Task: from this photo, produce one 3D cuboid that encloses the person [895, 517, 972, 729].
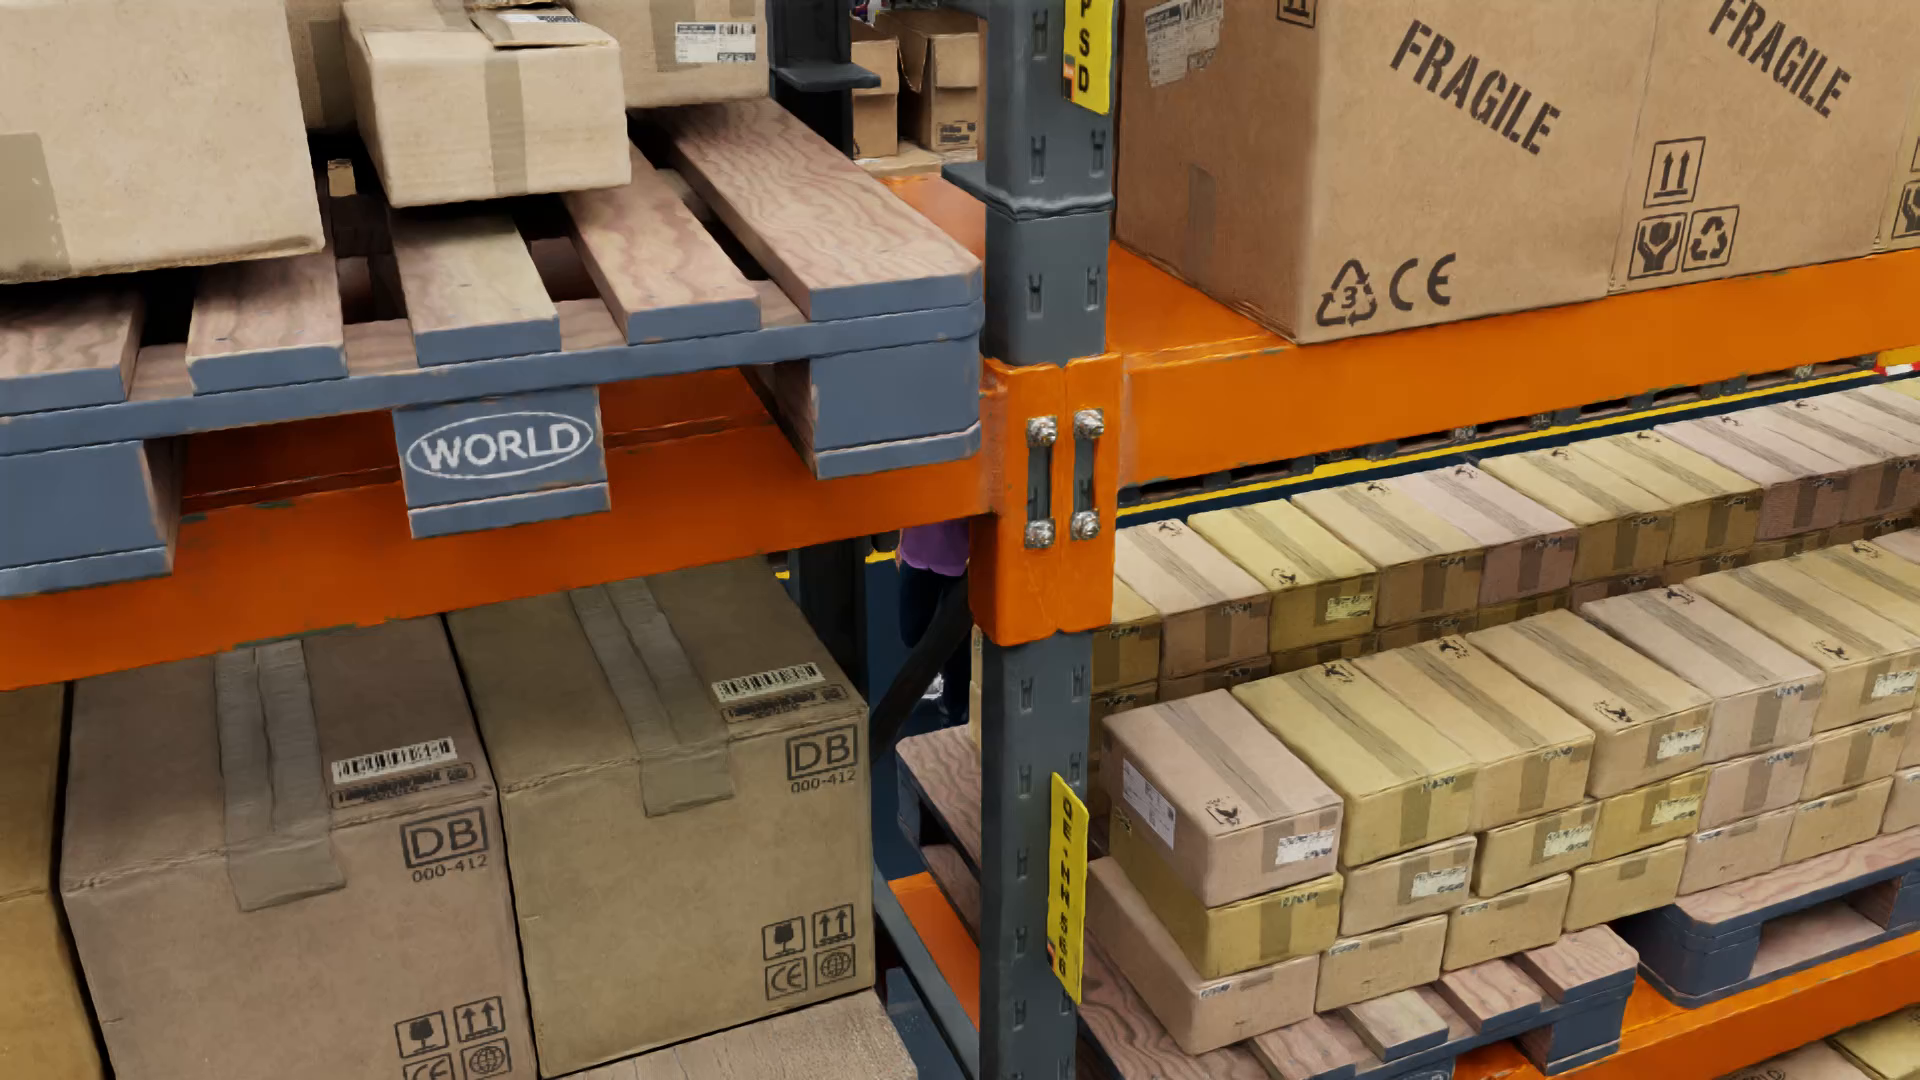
[{"bbox_3d":[-0.018,0.043,6.039,0.471,1.587,0.499,15,30,28],"label":"person"}]
